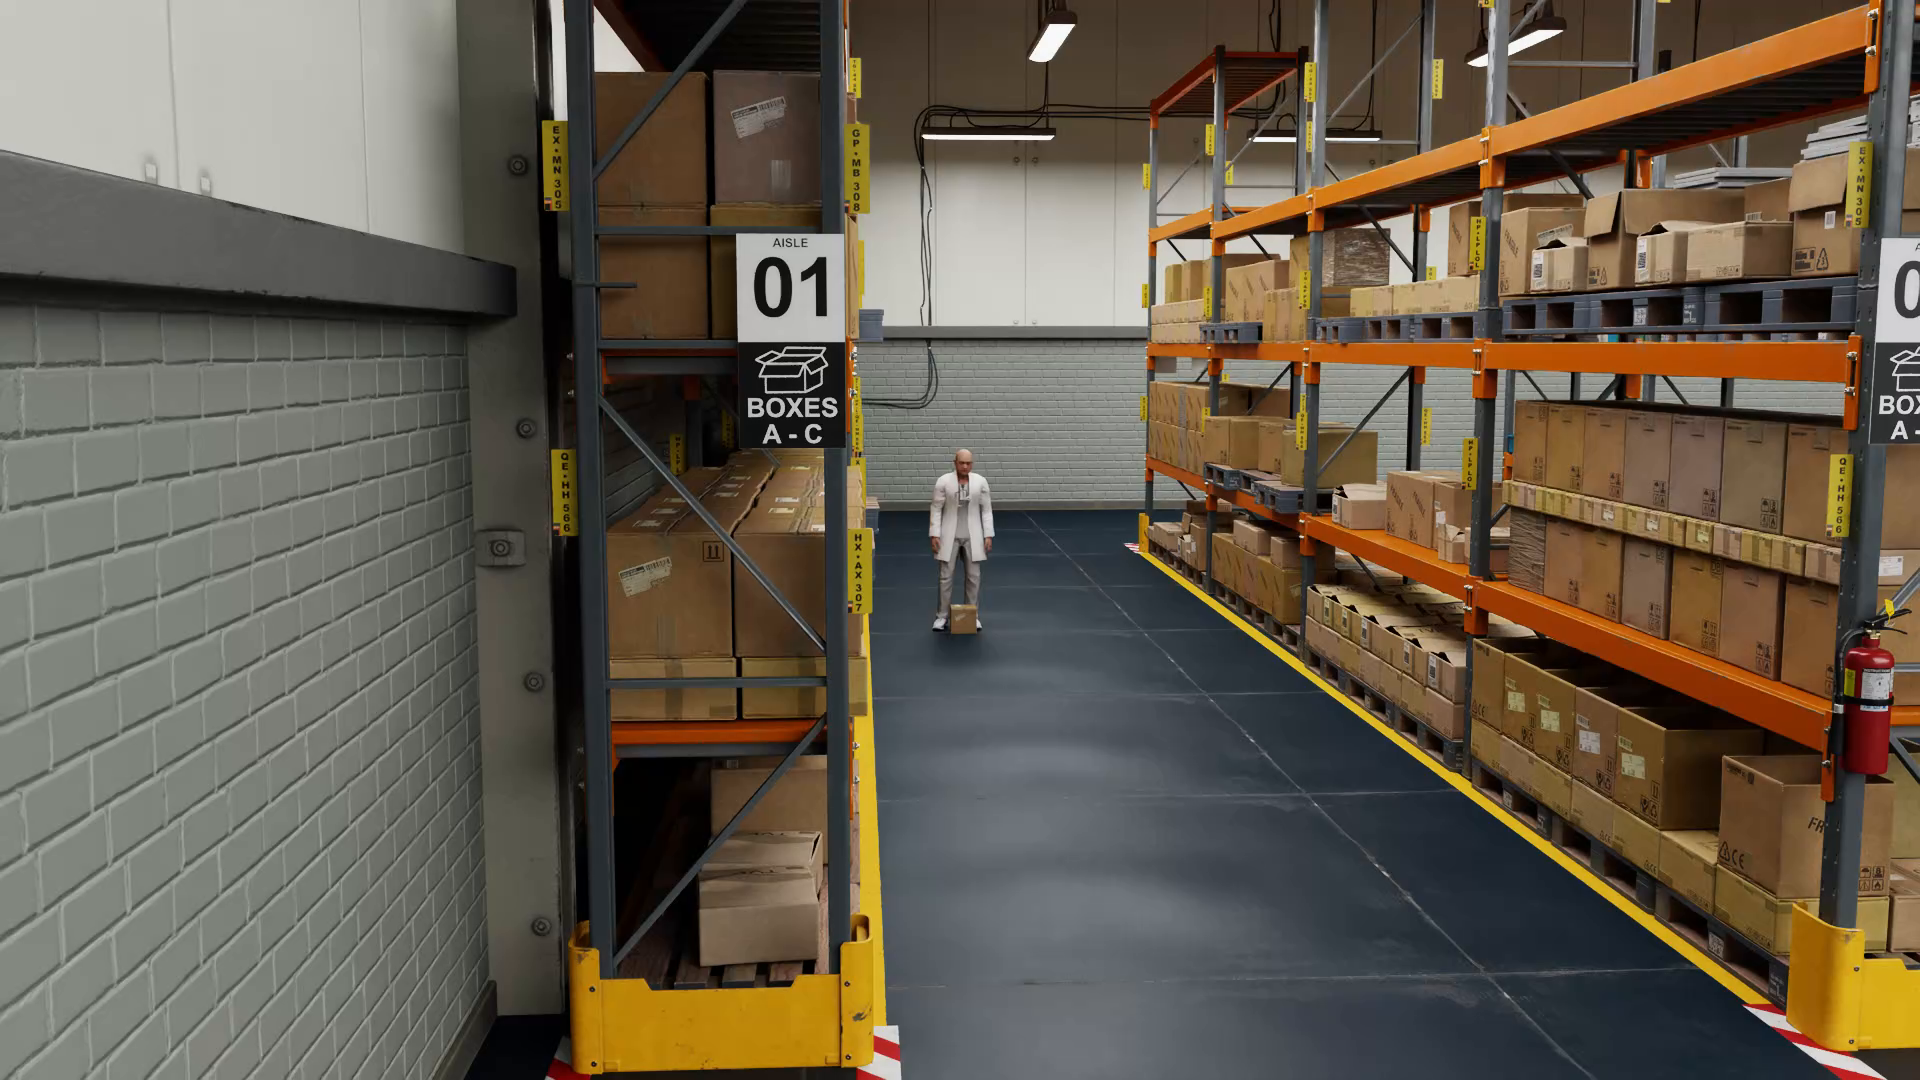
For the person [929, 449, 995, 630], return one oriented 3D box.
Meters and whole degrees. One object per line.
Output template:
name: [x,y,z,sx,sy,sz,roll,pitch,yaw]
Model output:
person: [0.015,-0.012,16.403,0.656,1.774,0.416,-1,7,-6]
